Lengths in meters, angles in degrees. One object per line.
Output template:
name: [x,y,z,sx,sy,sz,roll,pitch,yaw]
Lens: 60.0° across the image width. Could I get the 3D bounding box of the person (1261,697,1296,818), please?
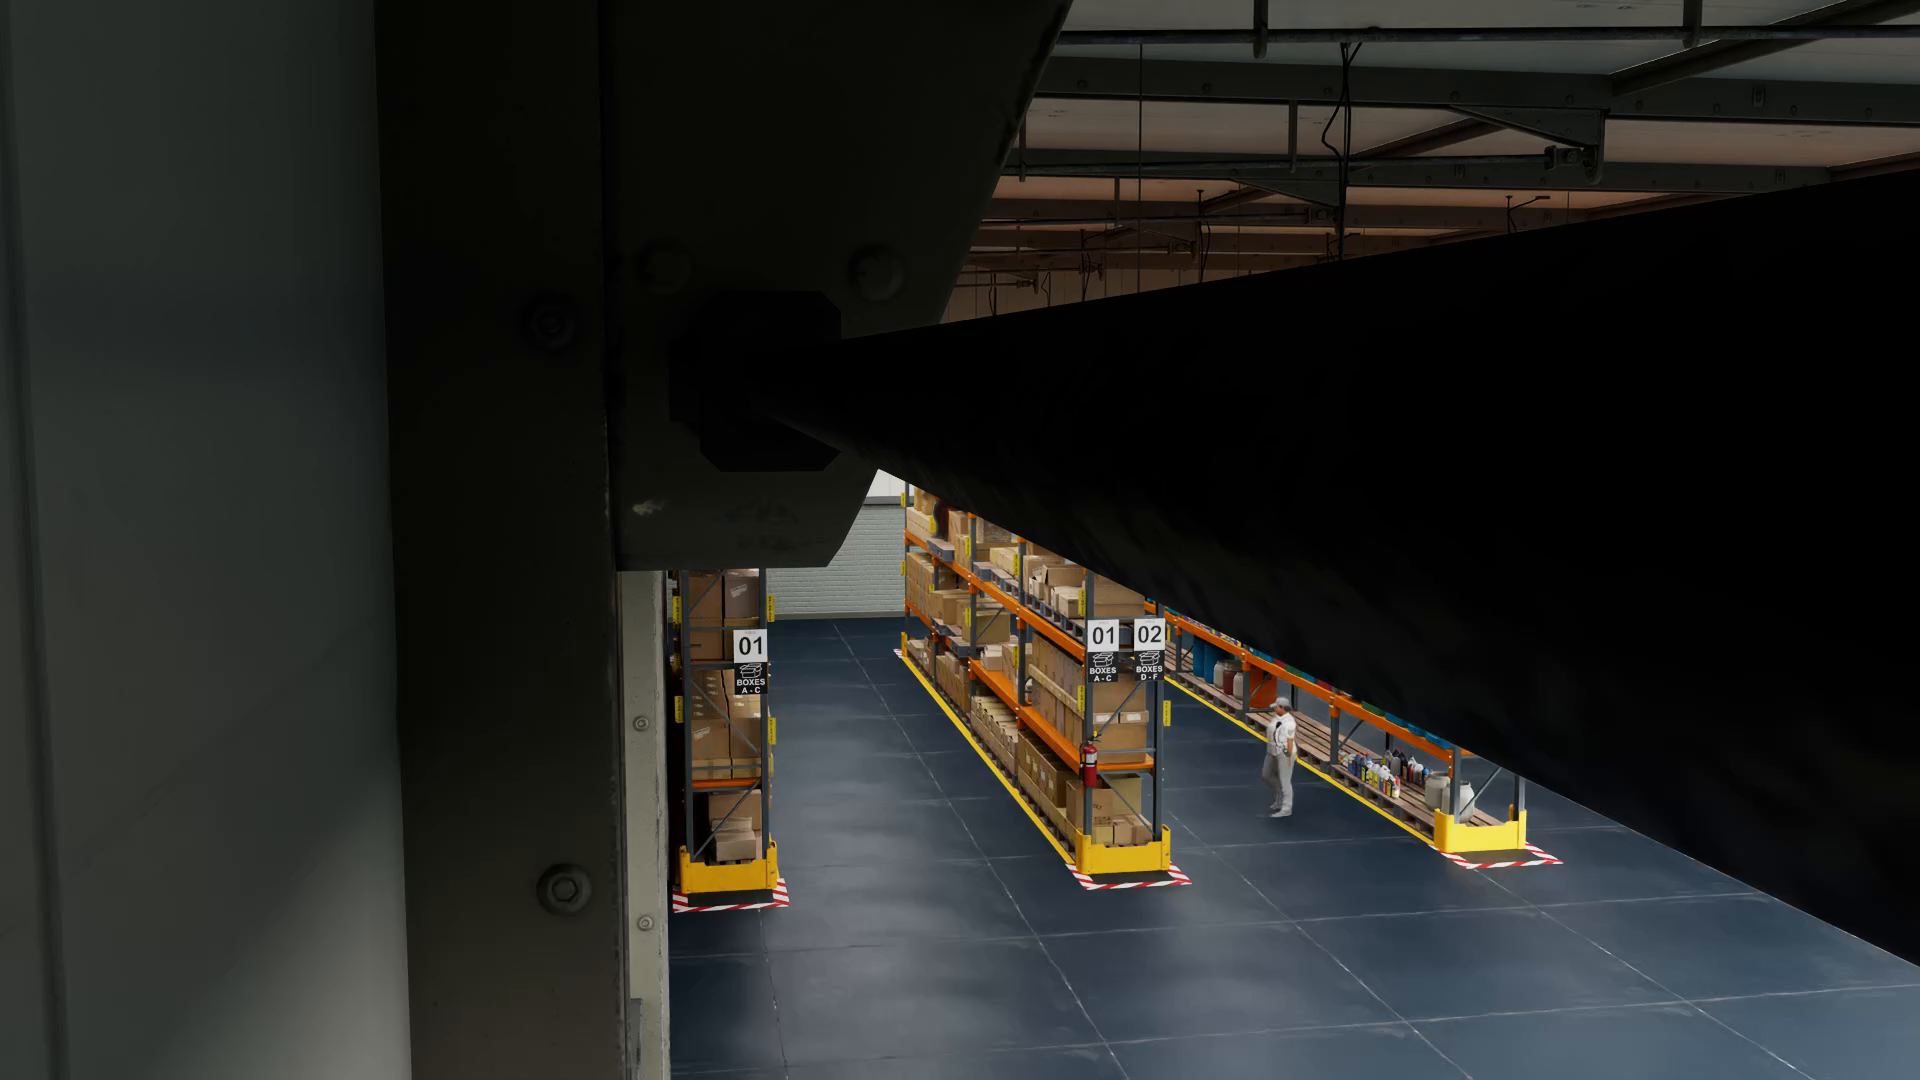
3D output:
person: [4.546,3.060,23.600,0.434,1.691,0.536,-2,6,-19]
